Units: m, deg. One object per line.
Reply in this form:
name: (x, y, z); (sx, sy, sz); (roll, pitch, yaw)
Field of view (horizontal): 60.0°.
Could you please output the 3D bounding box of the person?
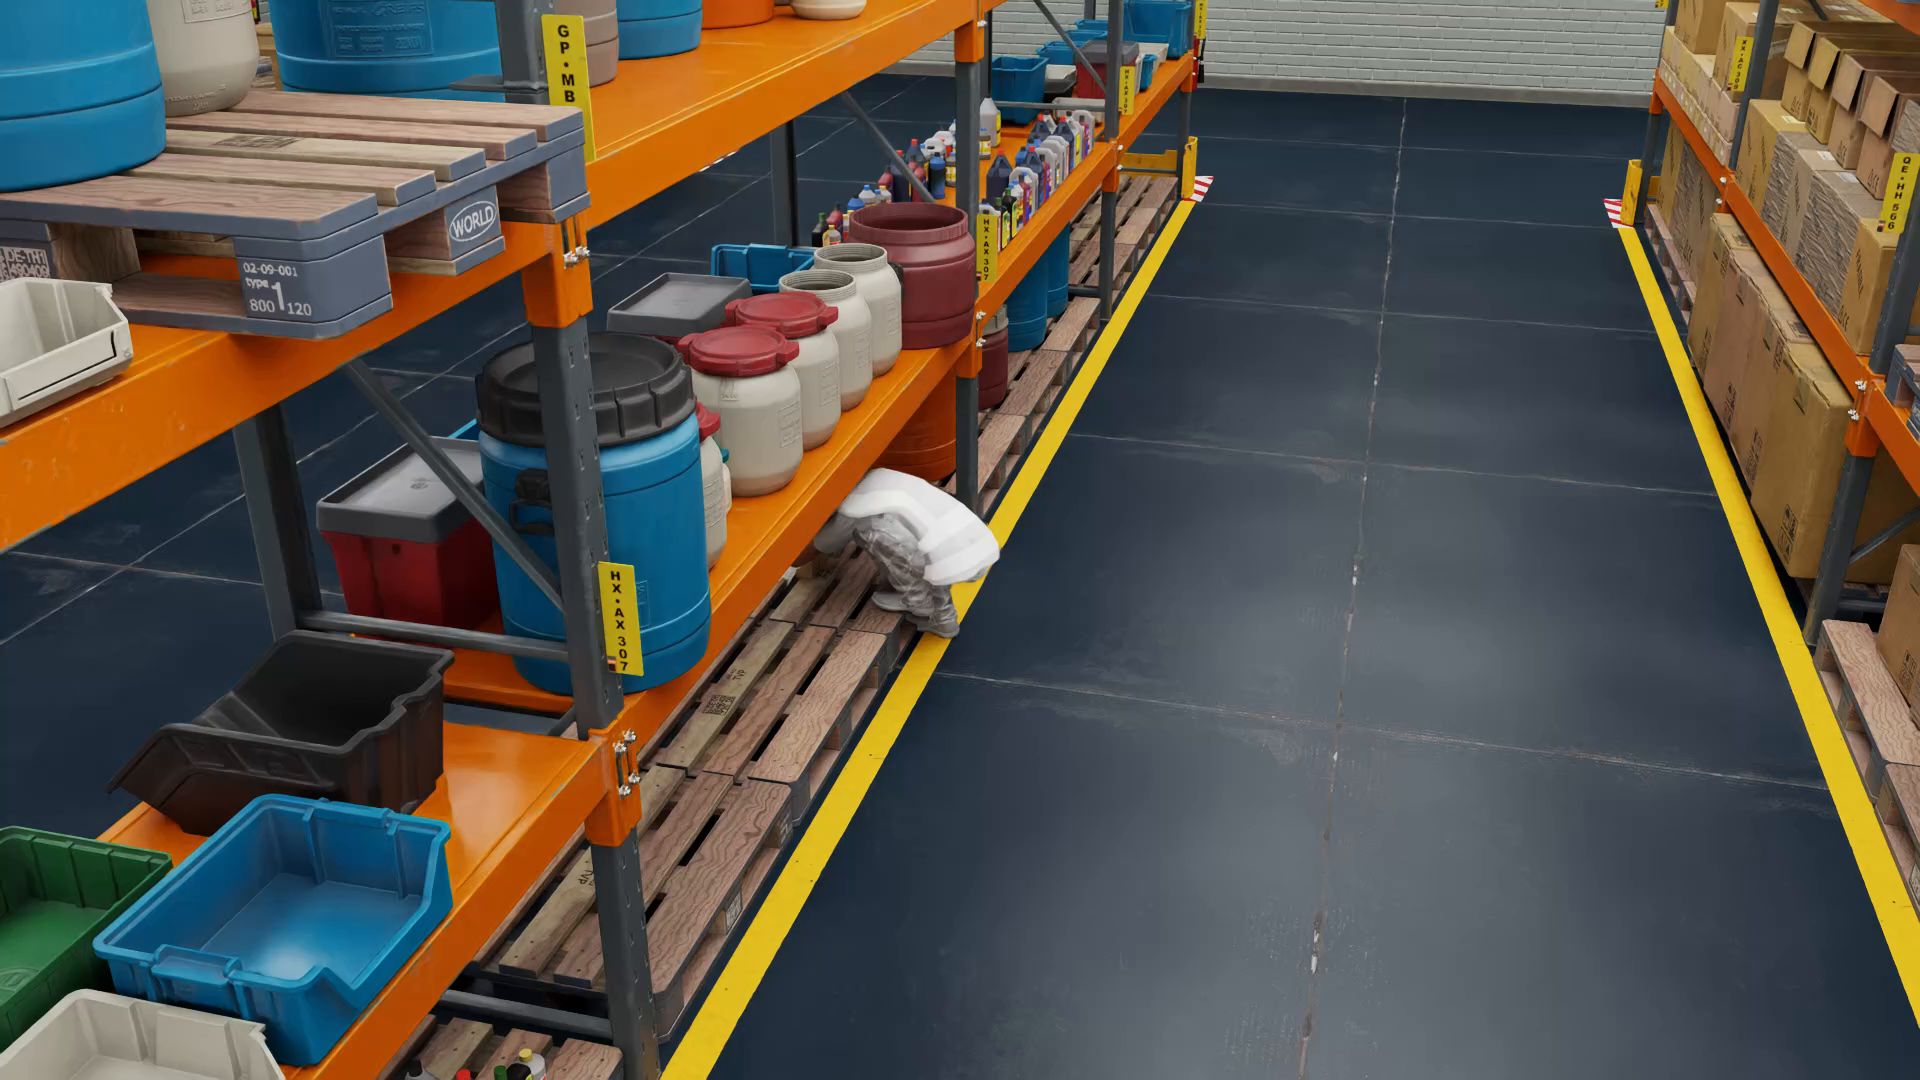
person: (-0.411, 0.039, 7.624); (1.199, 0.837, 0.543); (14, 28, 27)
